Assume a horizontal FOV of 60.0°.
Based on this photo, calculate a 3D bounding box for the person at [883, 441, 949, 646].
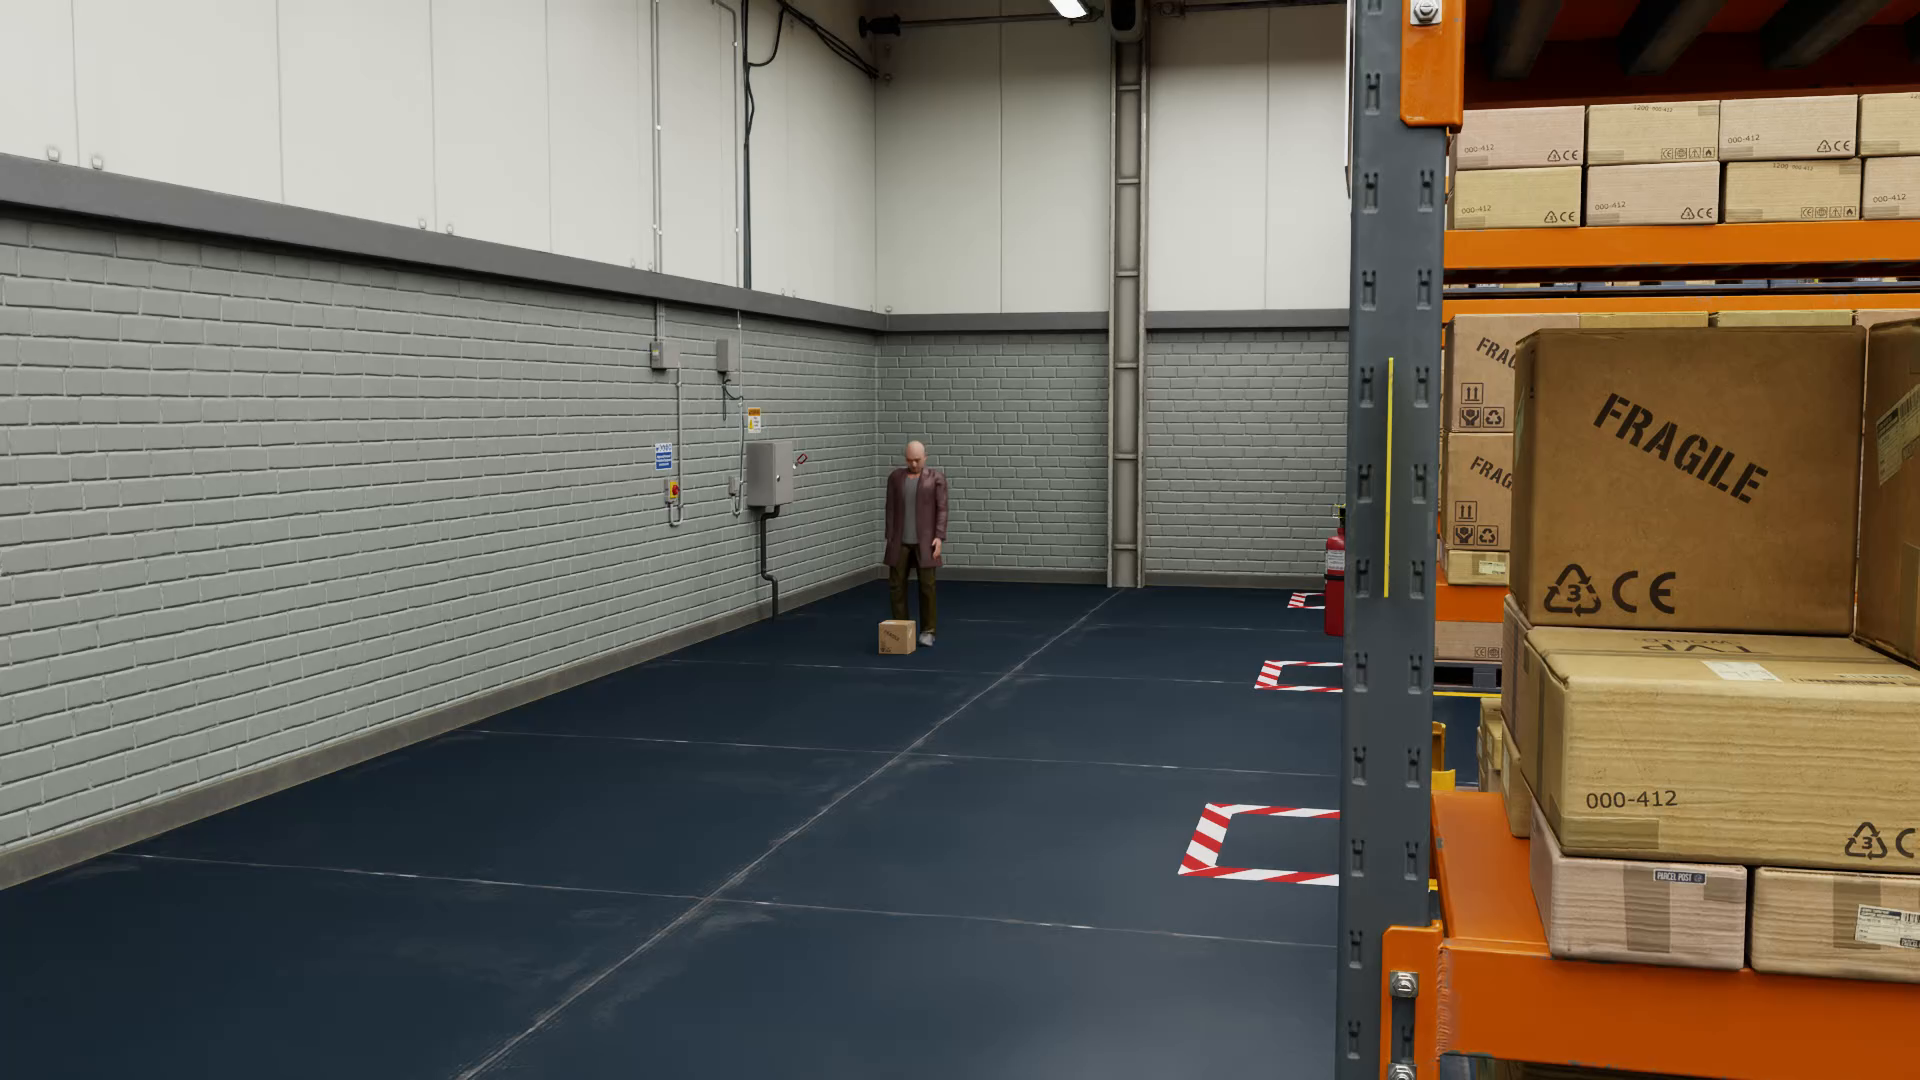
[{"bbox_3d":[-0.382,0.026,14.328,0.572,1.757,0.380,1,5,15],"label":"person"}]
